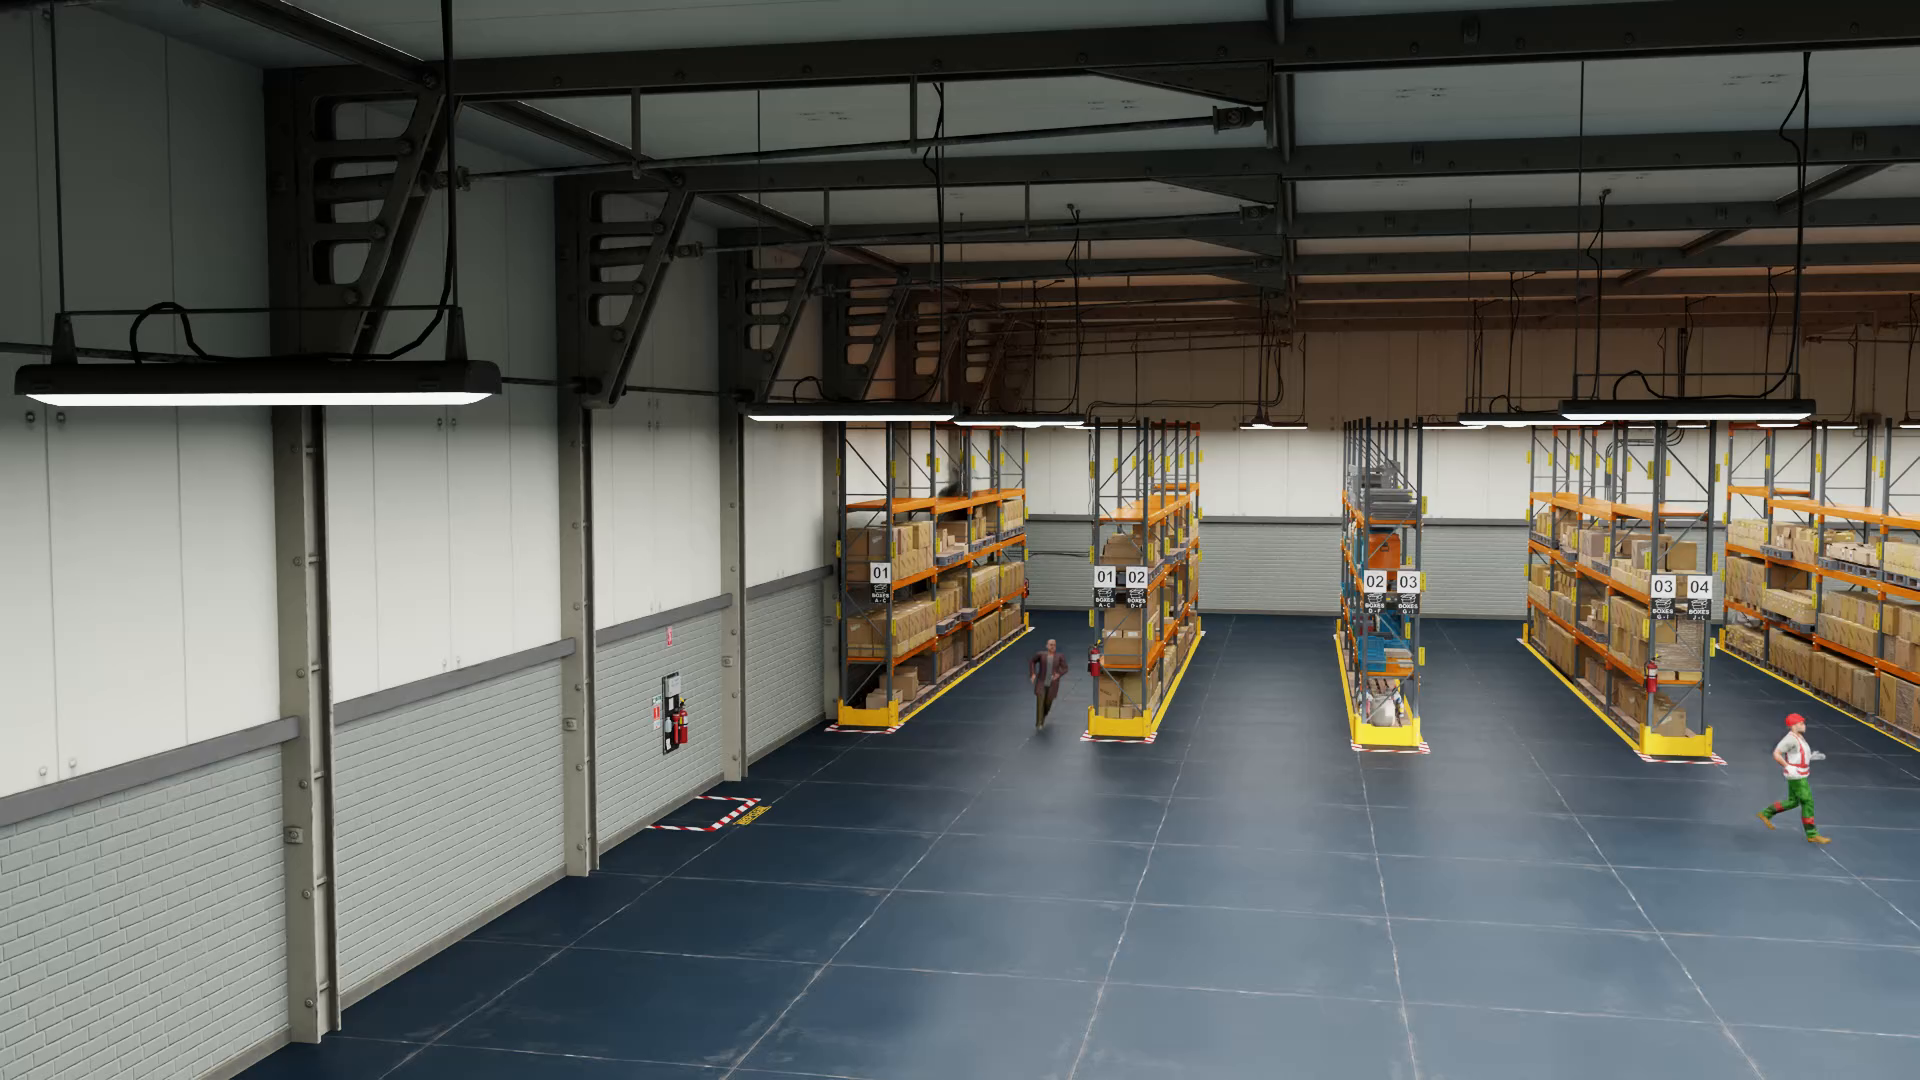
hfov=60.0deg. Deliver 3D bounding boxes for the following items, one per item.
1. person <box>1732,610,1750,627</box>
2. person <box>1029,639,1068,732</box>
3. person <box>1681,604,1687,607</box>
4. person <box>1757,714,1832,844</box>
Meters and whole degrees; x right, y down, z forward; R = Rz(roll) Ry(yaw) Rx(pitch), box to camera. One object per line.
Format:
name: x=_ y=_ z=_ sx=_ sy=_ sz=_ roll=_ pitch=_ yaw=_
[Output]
person: x=21.308 y=1.948 z=45.202 sx=0.907 sy=1.738 sz=0.744 roll=2 pitch=4 yaw=26
person: x=1.697 y=2.769 z=31.882 sx=0.754 sy=1.743 sz=0.986 roll=0 pitch=4 yaw=2
person: x=18.710 y=2.079 z=42.707 sx=0.636 sy=1.821 sz=0.734 roll=1 pitch=4 yaw=12
person: x=11.675 y=3.309 z=23.250 sx=0.981 sy=1.768 sz=0.654 roll=3 pitch=5 yaw=36
